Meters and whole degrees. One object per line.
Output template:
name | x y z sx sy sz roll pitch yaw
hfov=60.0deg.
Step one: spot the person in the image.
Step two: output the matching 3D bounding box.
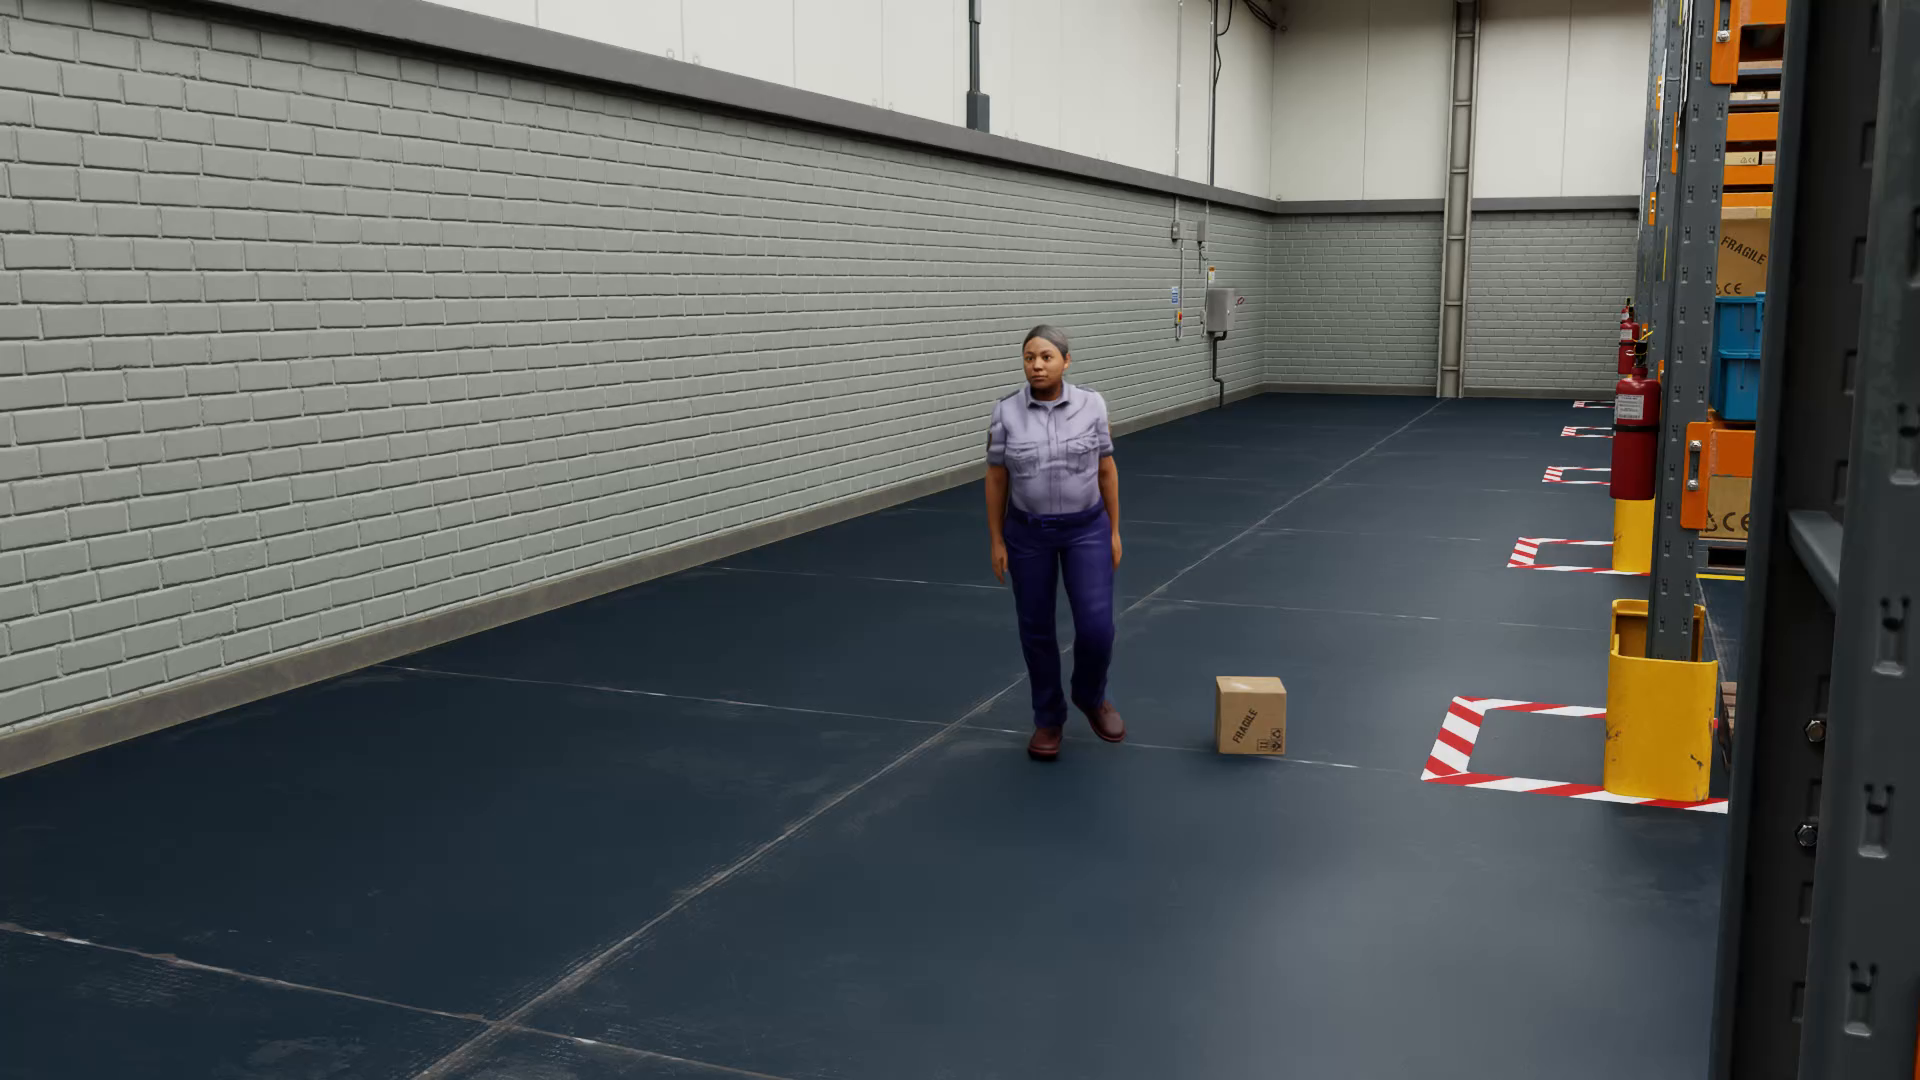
person | 0.364 0.012 6.259 0.542 1.636 0.445 1 9 7
